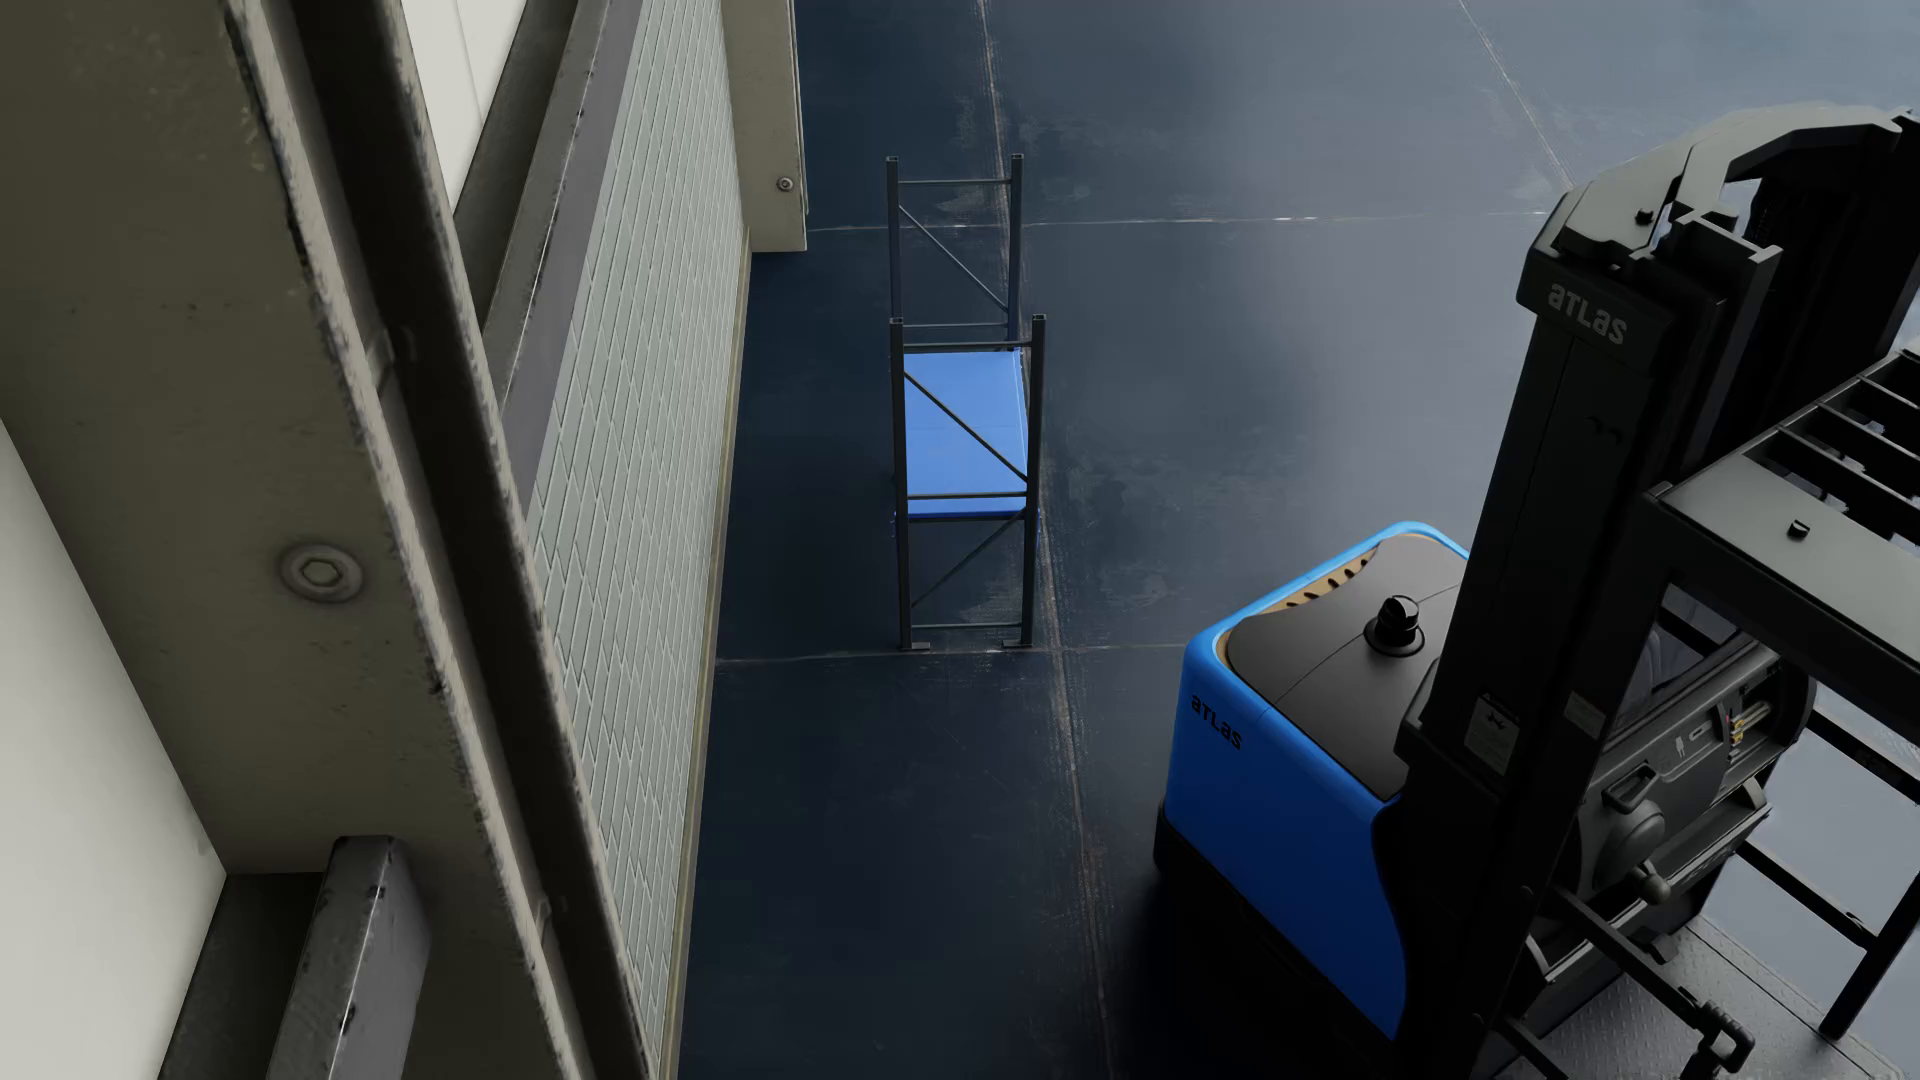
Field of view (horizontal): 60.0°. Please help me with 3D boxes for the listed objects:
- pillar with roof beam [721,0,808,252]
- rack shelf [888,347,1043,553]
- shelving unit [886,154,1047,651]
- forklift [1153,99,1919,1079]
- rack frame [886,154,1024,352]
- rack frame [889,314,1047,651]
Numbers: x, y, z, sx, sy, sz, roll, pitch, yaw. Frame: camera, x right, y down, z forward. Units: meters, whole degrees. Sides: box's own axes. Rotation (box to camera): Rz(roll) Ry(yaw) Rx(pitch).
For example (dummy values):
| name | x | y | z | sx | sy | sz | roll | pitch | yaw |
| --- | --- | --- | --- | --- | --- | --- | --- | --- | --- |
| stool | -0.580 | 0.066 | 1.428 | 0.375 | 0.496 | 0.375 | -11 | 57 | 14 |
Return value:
| name | x | y | z | sx | sy | sz | roll | pitch | yaw |
| --- | --- | --- | --- | --- | --- | --- | --- | --- | --- |
| pillar with roof beam | 3.368 | -5.019 | 5.566 | 9.100 | 9.000 | 0.400 | -2 | 43 | -2 |
| rack shelf | 0.004 | -0.363 | 6.302 | 0.538 | 0.185 | 1.000 | -2 | 43 | -2 |
| shelving unit | 0.004 | -0.495 | 6.180 | 0.538 | 1.500 | 1.048 | -2 | 43 | -2 |
| forklift | 1.910 | 0.624 | 3.900 | 1.130 | 2.935 | 3.031 | -26 | 49 | -26 |
| rack frame | -0.018 | -0.838 | 6.555 | 0.500 | 1.500 | 0.032 | -2 | 43 | -2 |
| rack frame | 0.025 | -0.152 | 5.806 | 0.500 | 1.500 | 0.032 | -2 | 43 | -2 |
